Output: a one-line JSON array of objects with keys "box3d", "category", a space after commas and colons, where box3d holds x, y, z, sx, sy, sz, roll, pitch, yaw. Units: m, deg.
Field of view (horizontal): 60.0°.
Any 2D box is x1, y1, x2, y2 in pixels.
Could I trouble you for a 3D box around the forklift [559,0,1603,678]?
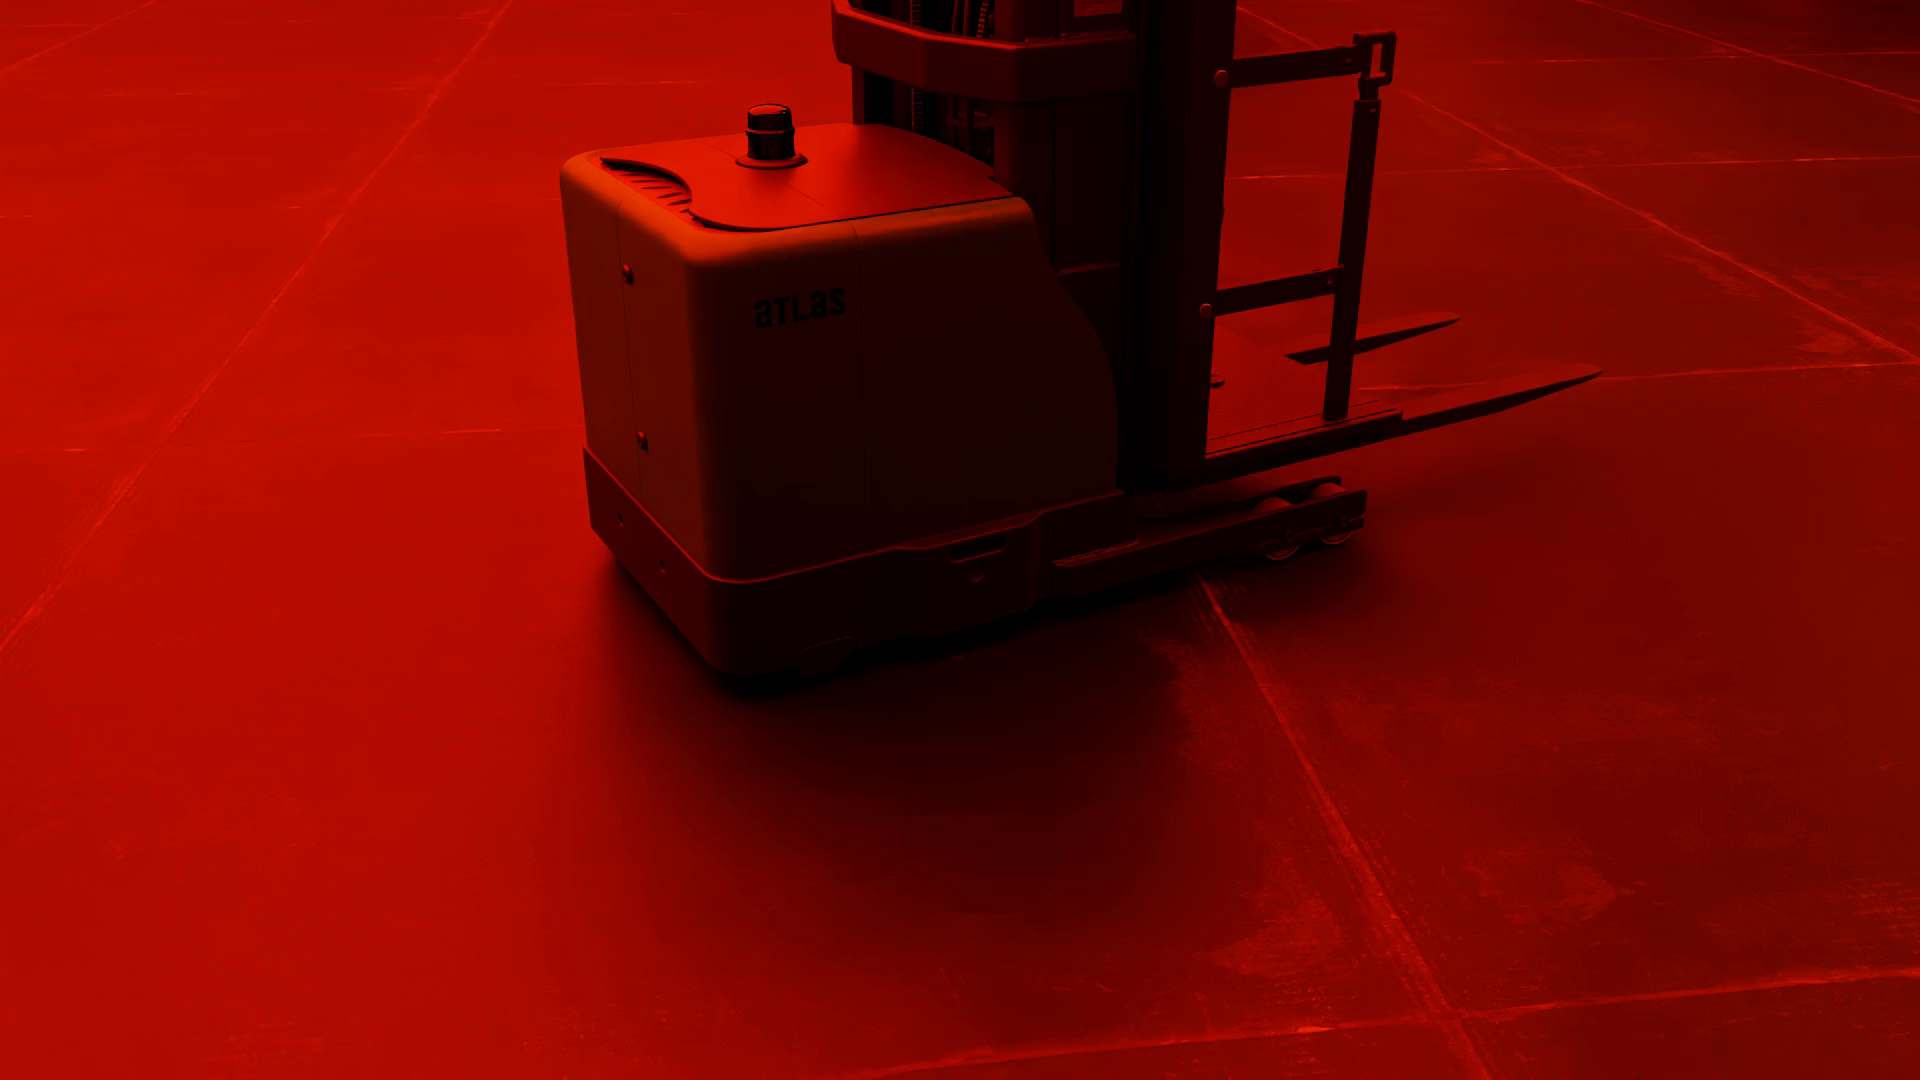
[{"box3d": [0.529, -1.451, 4.240, 3.031, 2.935, 1.130, -14, 29, -26], "category": "forklift"}]
